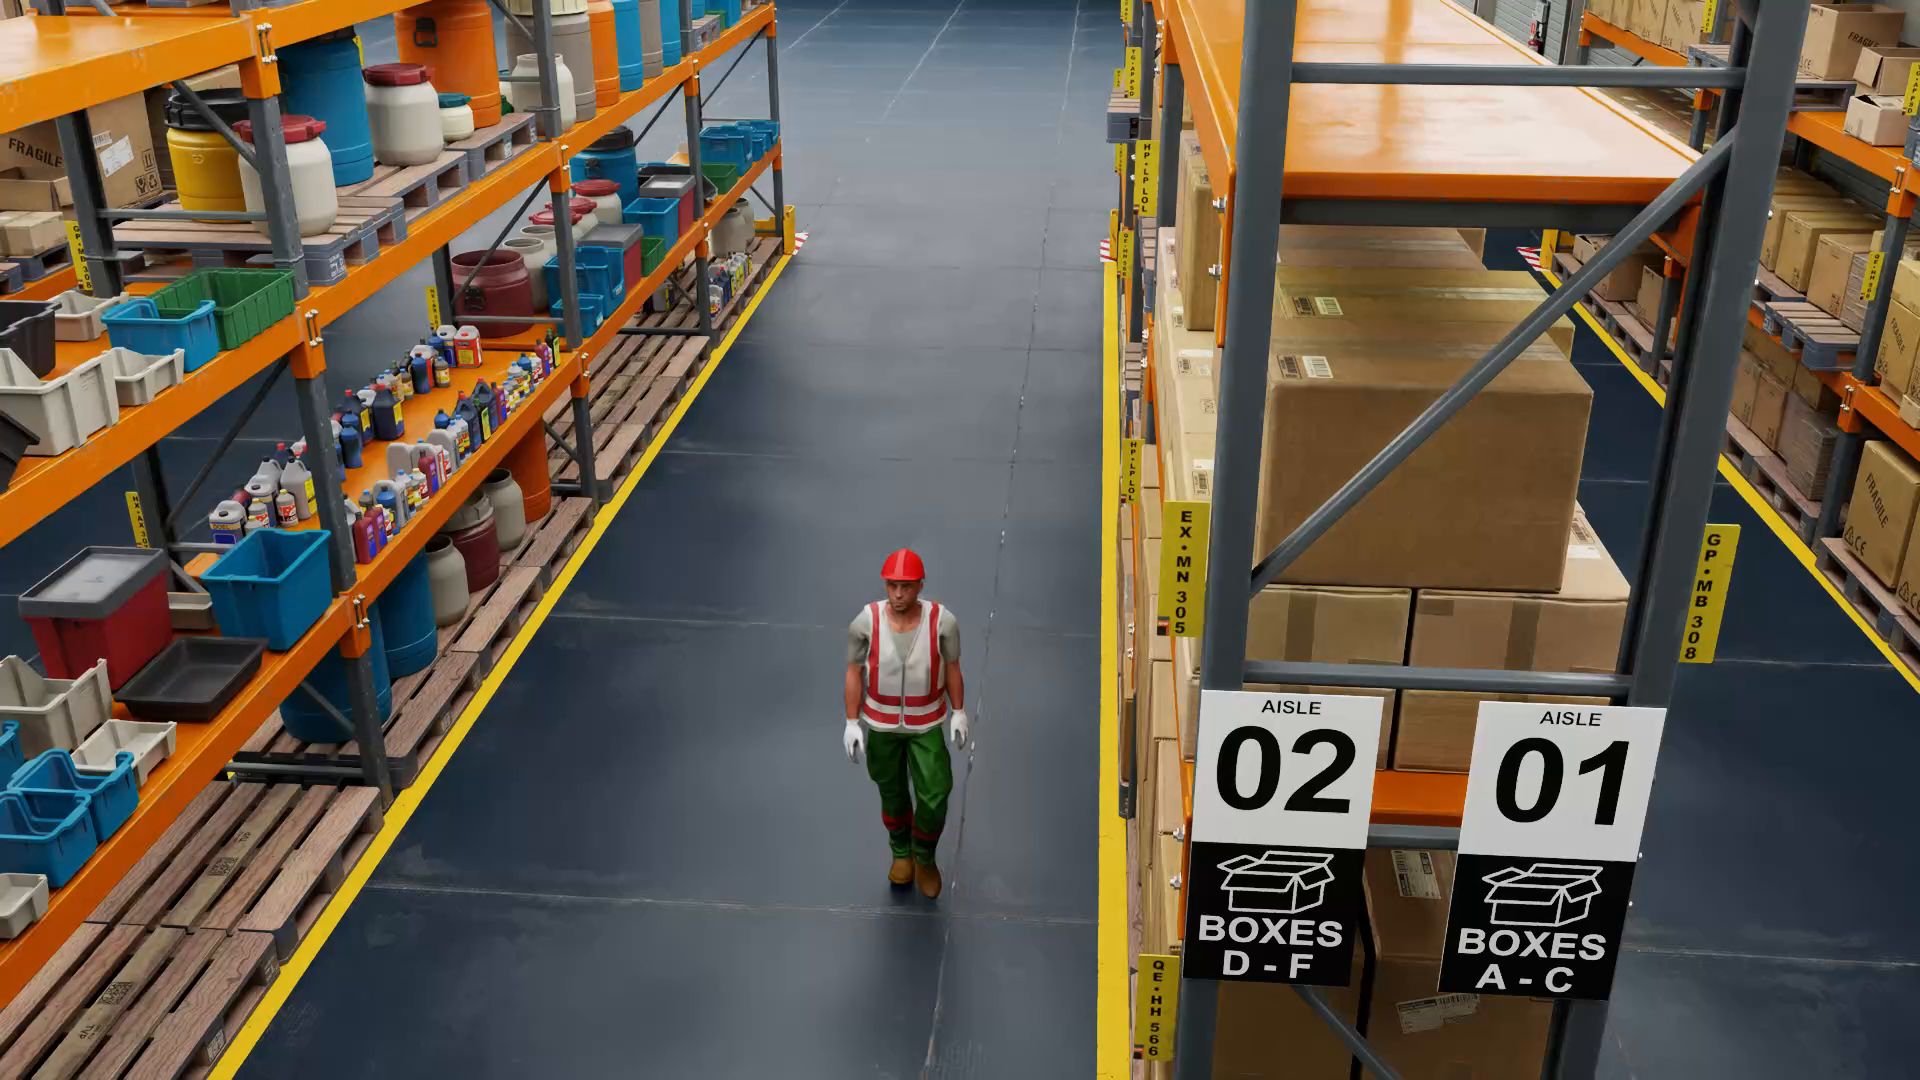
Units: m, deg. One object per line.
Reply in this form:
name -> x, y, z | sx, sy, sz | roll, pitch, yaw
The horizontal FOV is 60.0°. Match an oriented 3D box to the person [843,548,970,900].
person -> -0.255, 0.912, 7.932 | 0.598, 1.818, 0.492 | 1, 24, 2
